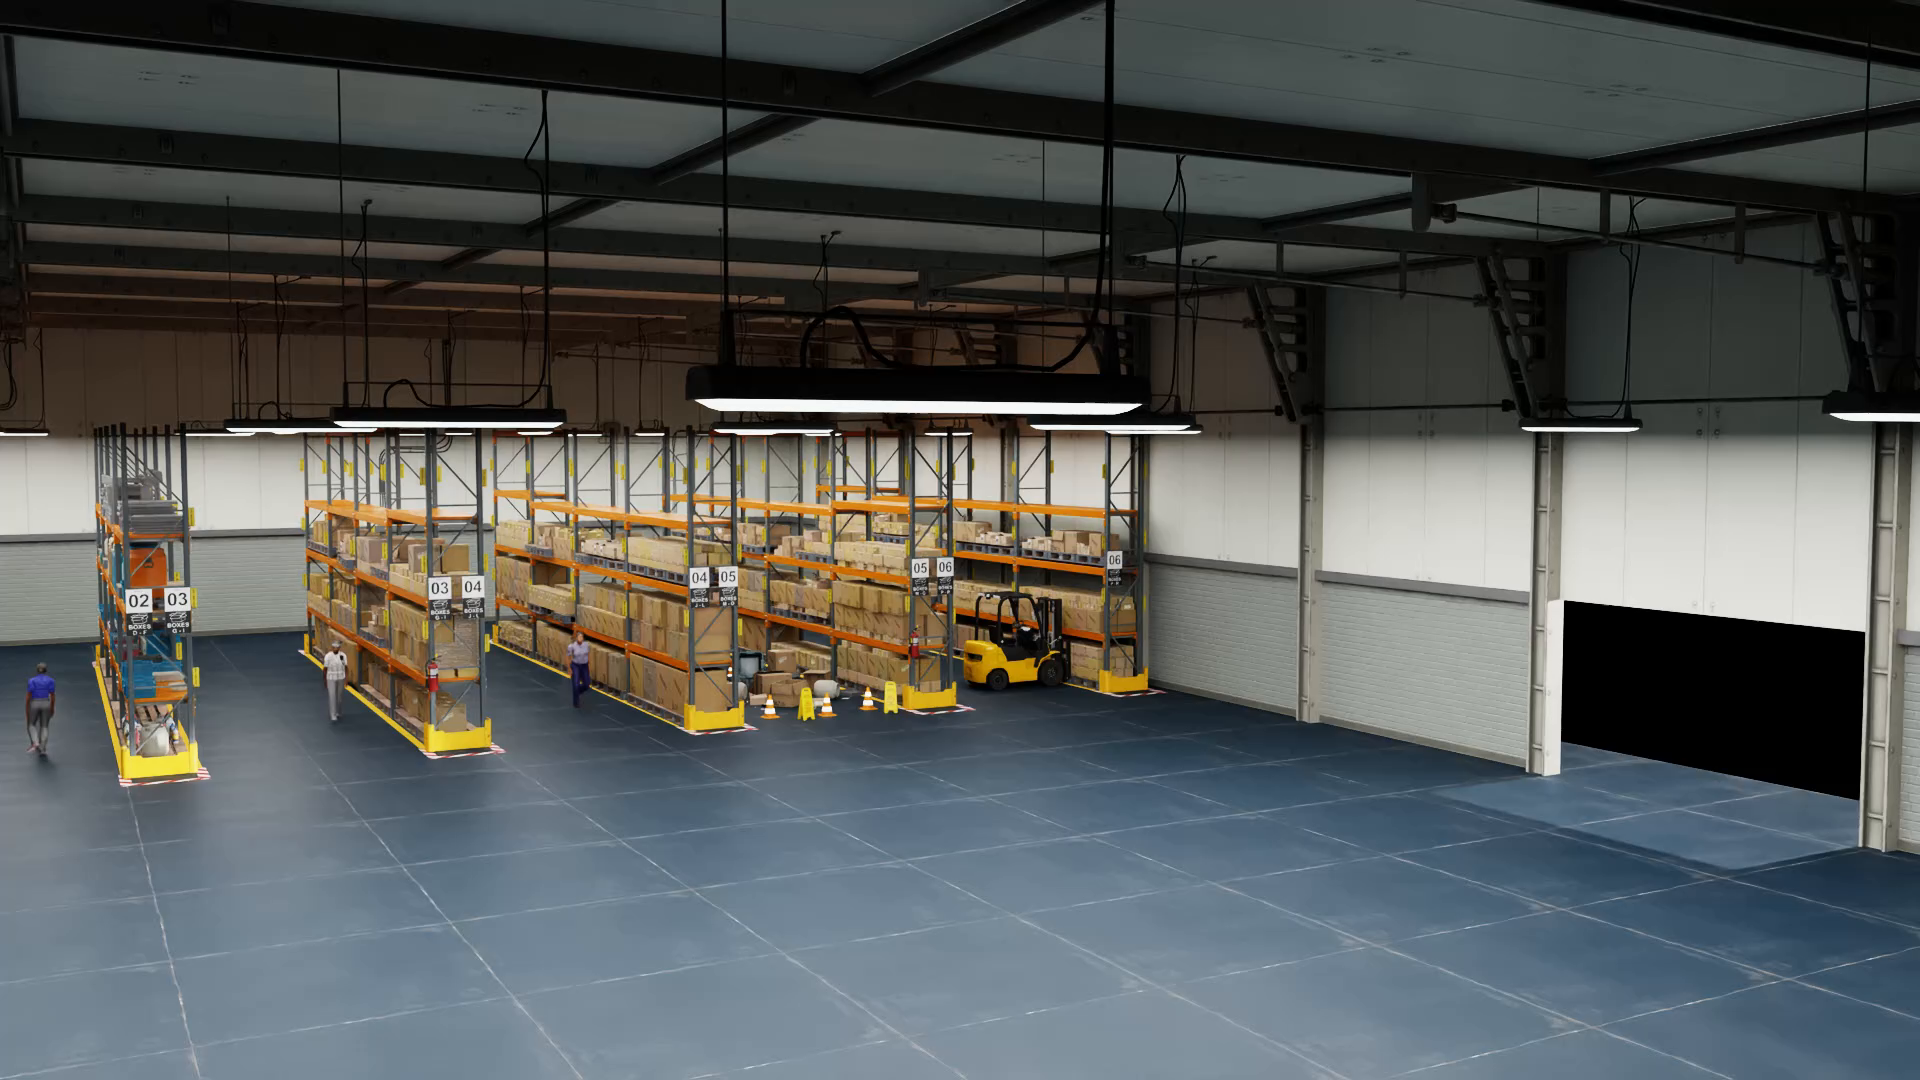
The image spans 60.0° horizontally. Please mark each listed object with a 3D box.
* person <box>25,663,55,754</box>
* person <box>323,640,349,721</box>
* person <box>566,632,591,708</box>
[{"bbox_3d":[-16.687,3.059,30.185,0.491,1.656,0.449,-2,4,-31],"label":"person"},{"bbox_3d":[-12.662,2.845,33.791,0.467,1.612,0.972,-3,4,-36],"label":"person"},{"bbox_3d":[-8.202,2.763,35.656,0.571,1.631,0.557,-3,4,-38],"label":"person"}]
